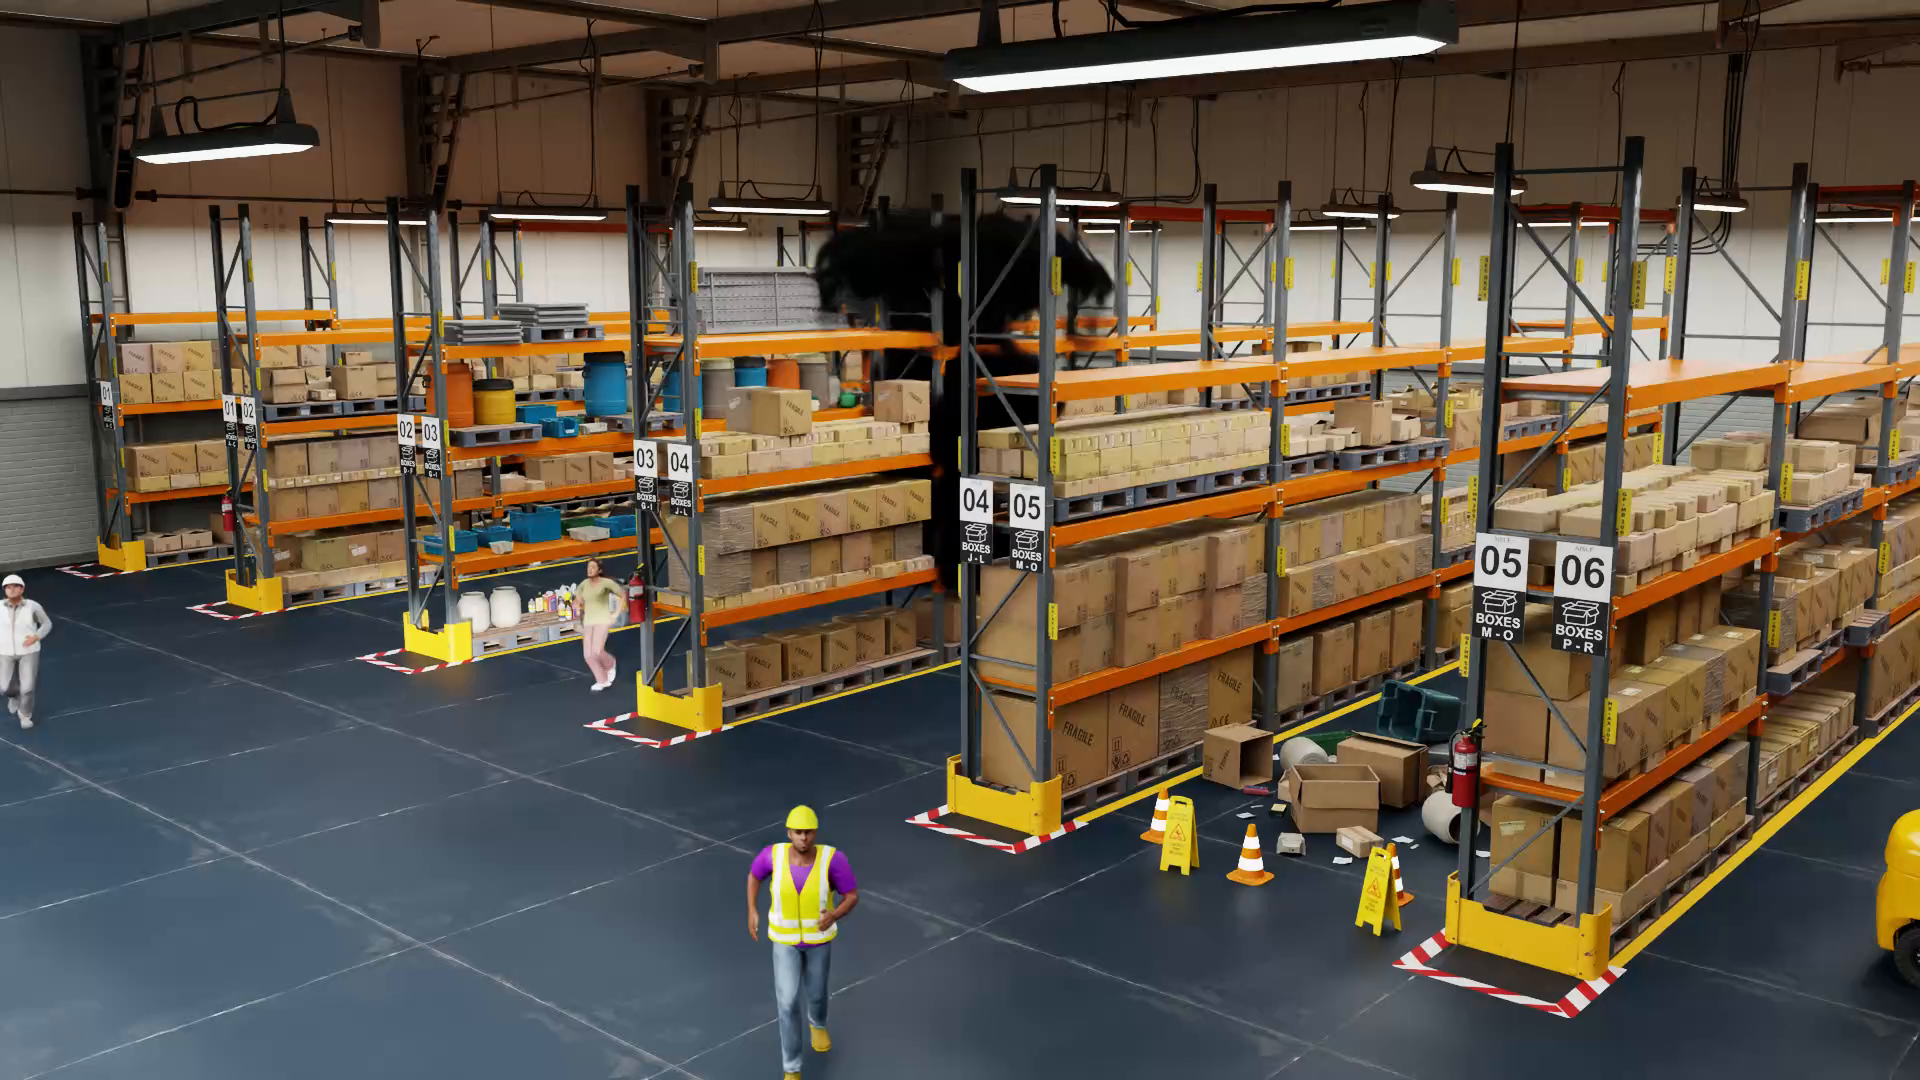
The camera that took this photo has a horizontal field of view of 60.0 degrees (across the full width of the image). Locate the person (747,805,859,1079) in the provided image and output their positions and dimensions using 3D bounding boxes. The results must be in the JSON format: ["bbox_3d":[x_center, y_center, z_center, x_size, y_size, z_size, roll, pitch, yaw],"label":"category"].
[{"bbox_3d":[-0.998,2.560,10.597,0.716,1.813,0.826,-1,10,-5],"label":"person"}]

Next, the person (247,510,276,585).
[{"bbox_3d":[-11.206,-0.095,26.928,0.555,1.623,0.591,6,11,32],"label":"person"}]

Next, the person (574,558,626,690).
[{"bbox_3d":[-4.415,1.028,20.161,0.639,1.629,0.523,3,10,16],"label":"person"}]

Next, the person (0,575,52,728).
[{"bbox_3d":[-10.534,1.246,18.602,0.706,1.731,0.553,-3,10,-19],"label":"person"}]
